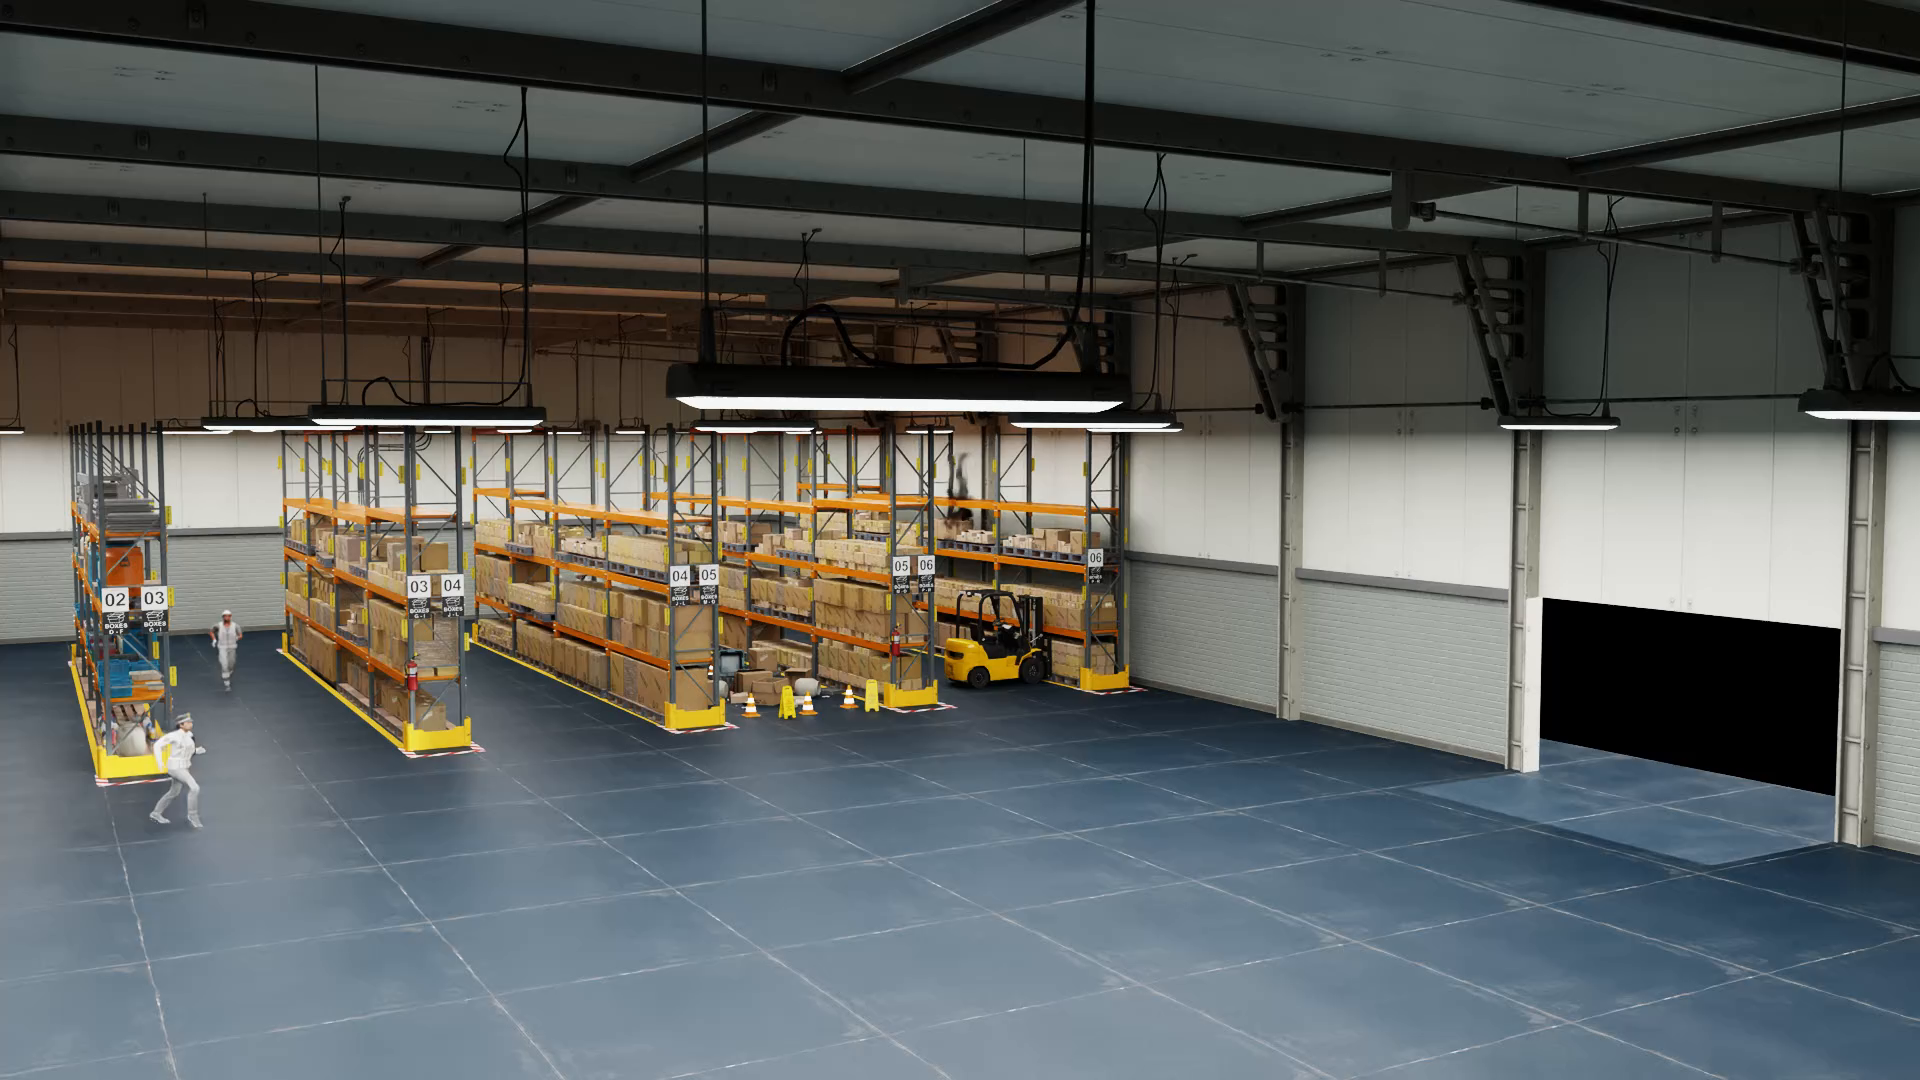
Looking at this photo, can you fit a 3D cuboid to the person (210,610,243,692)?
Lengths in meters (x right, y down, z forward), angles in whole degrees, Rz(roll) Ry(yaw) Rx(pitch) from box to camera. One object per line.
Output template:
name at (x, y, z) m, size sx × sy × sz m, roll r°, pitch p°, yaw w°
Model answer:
person at (-16.581, 2.485, 37.635) m, size 0.652 × 1.805 × 0.983 m, roll -2°, pitch 4°, yaw -33°

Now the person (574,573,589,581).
person at (-11.486, 1.728, 50.352) m, size 0.591 × 1.813 × 0.871 m, roll 3°, pitch 4°, yaw 37°

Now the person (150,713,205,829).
person at (-11.470, 3.383, 24.340) m, size 0.829 × 1.727 × 0.636 m, roll 0°, pitch 4°, yaw 2°
